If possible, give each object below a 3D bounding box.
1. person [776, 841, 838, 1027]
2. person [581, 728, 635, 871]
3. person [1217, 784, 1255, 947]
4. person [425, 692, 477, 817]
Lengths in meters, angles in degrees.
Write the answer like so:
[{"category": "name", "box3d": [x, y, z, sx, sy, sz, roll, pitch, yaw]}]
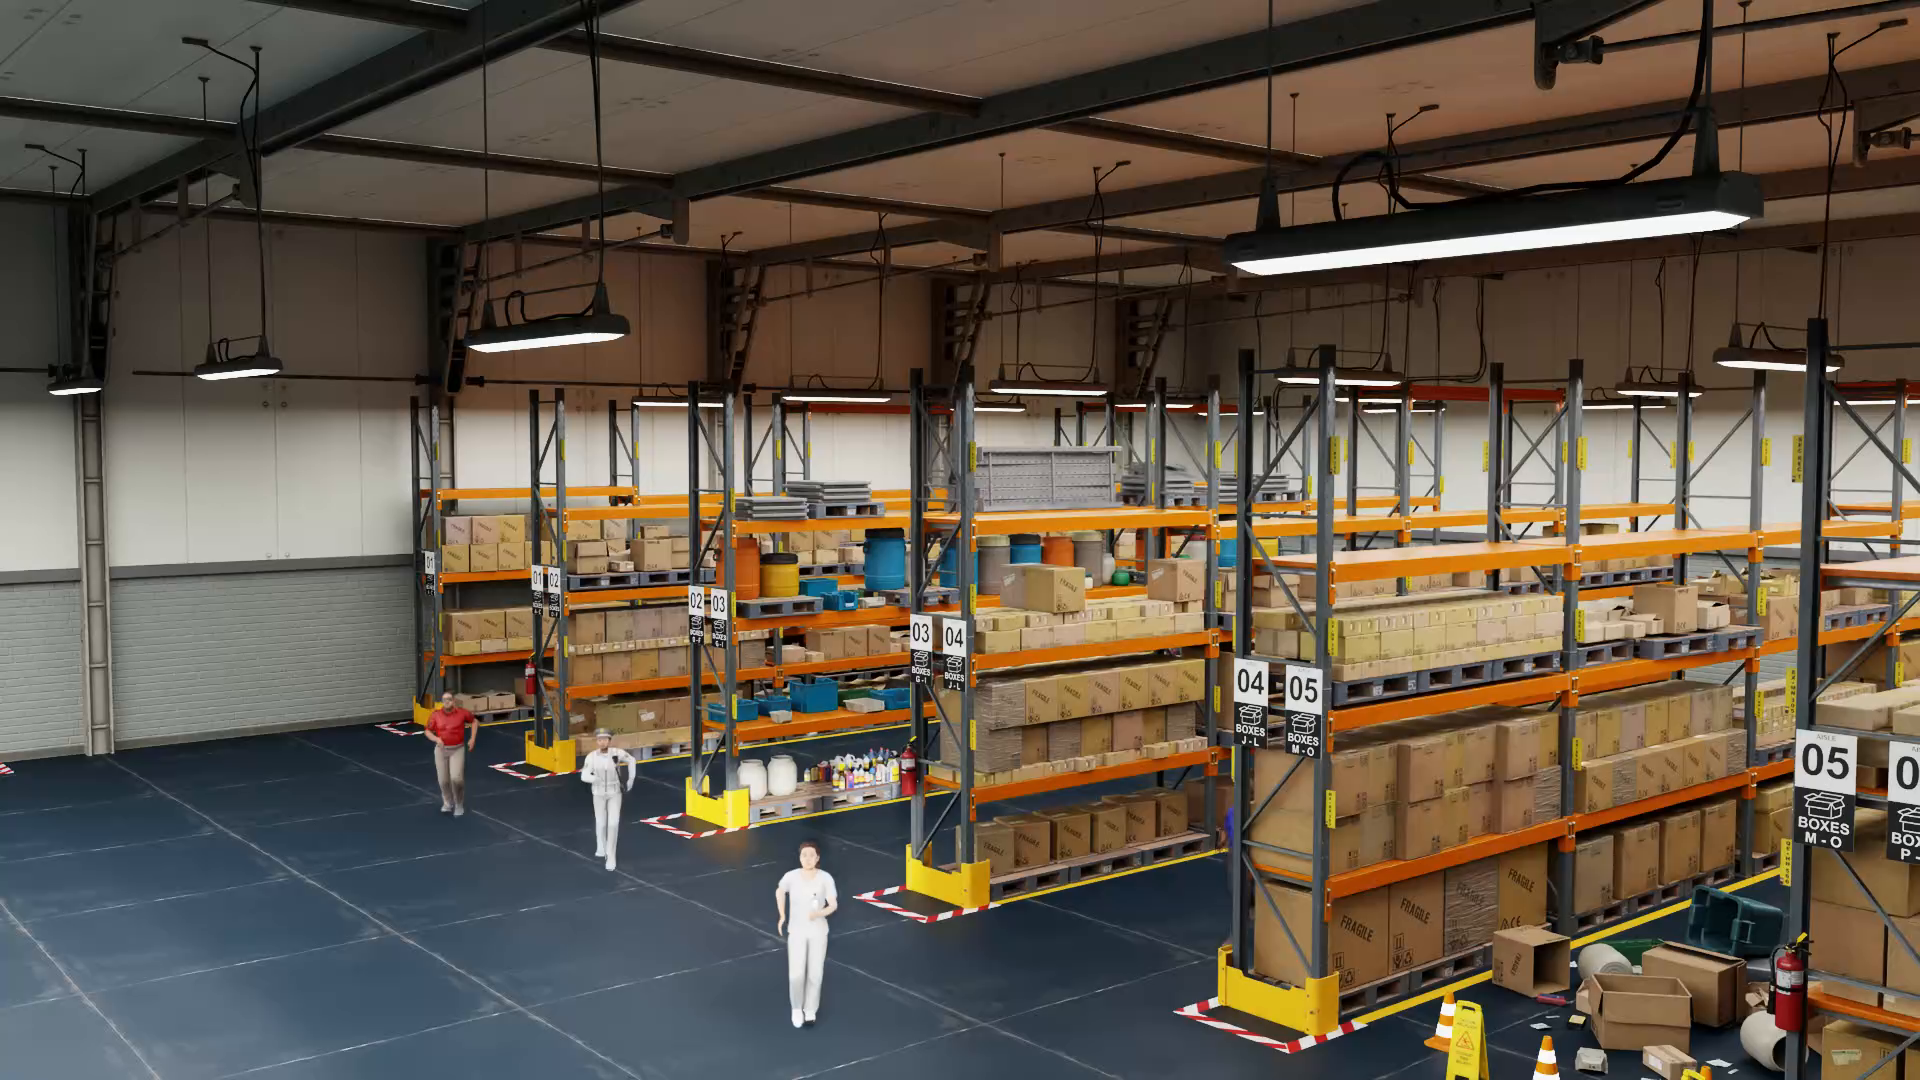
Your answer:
[{"category": "person", "box3d": [-1.344, 3.464, 14.589, 0.545, 1.638, 0.641, 0, 3, -5]}, {"category": "person", "box3d": [-4.285, 3.132, 20.279, 0.622, 1.717, 0.866, 0, 3, -5]}, {"category": "person", "box3d": [2.962, 3.331, 17.221, 0.579, 1.650, 0.851, 3, 4, 40]}, {"category": "person", "box3d": [-7.024, 2.973, 22.938, 0.677, 1.768, 0.718, -1, 3, -11]}]
